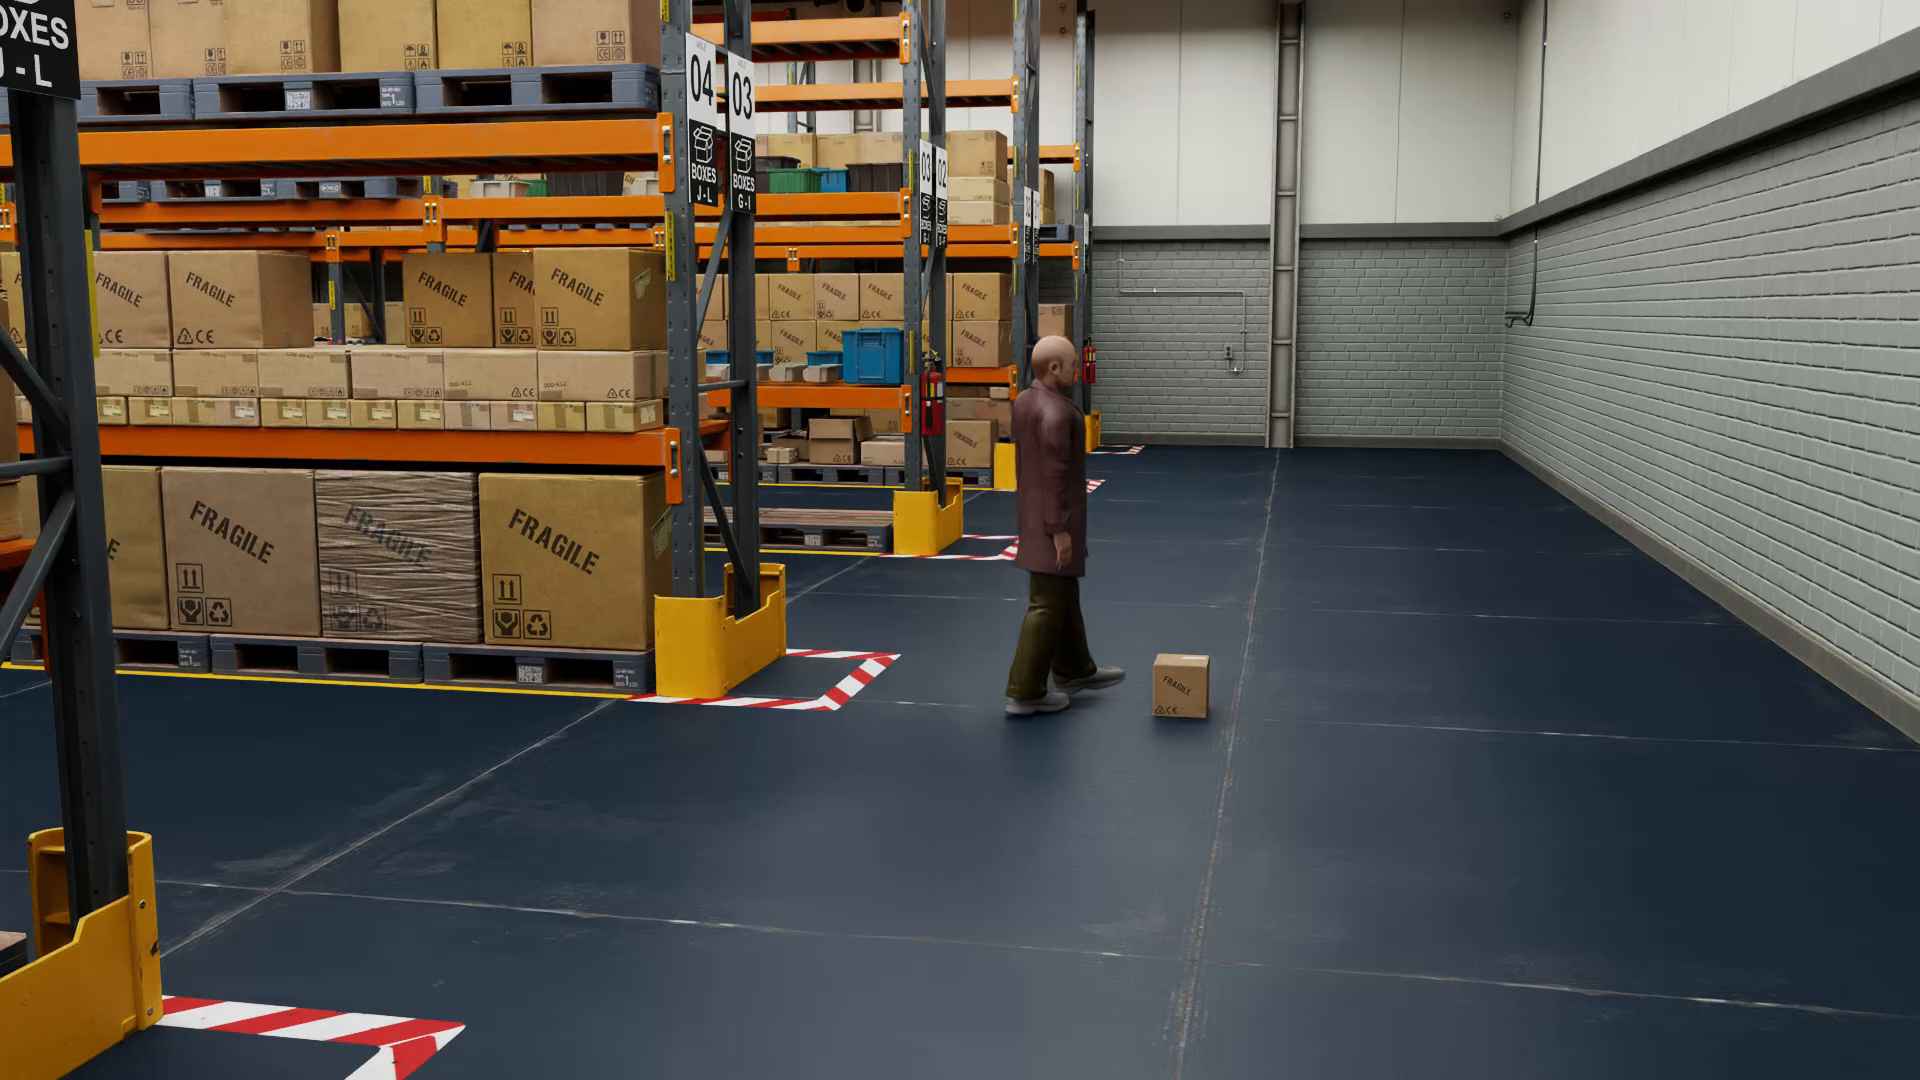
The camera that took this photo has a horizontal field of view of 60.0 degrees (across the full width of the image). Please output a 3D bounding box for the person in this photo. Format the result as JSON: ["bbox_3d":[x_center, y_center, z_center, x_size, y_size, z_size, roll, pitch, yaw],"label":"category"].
[{"bbox_3d":[0.524,-0.078,7.903,0.722,1.775,0.599,-2,8,-16],"label":"person"}]
